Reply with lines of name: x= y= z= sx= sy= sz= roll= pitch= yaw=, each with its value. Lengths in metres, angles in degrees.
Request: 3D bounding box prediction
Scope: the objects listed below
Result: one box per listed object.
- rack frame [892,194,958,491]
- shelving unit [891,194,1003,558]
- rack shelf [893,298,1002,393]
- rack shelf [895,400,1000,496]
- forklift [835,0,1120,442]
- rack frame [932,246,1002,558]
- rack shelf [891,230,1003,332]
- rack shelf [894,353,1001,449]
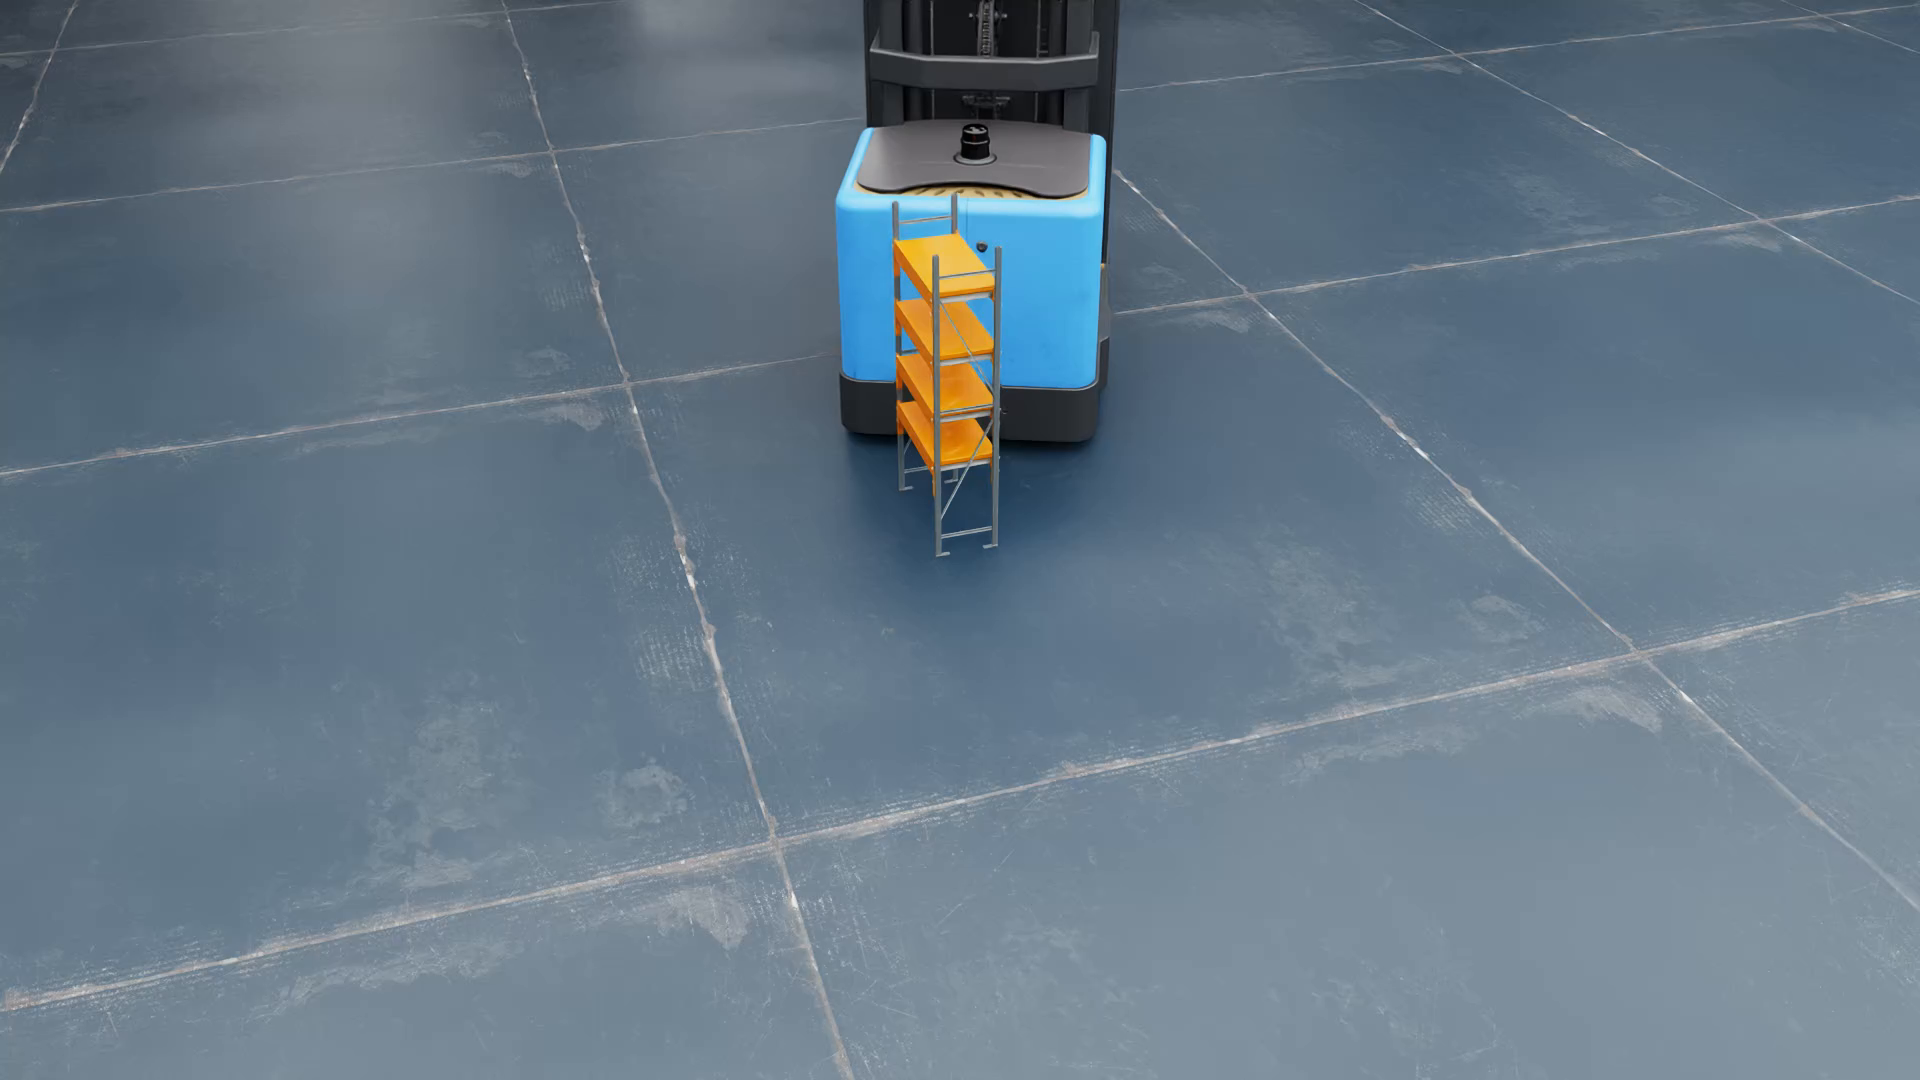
rack frame: x=-0.125 y=-0.716 z=6.245 sx=0.240 sy=1.200 sz=0.015 roll=-10 pitch=35 yaw=-15
shelving unit: x=-0.050 y=-0.587 z=6.051 sx=0.258 sy=1.200 sz=0.503 roll=-10 pitch=35 yaw=-15
rack shelf: x=-0.050 y=-0.718 z=5.965 sx=0.258 sy=0.148 sz=0.480 roll=-10 pitch=35 yaw=-15
rack shelf: x=-0.050 y=-0.366 z=6.197 sx=0.258 sy=0.148 sz=0.480 roll=-10 pitch=35 yaw=-15
forklift: x=0.155 y=-2.408 z=7.236 sx=1.130 sy=2.935 sz=3.031 roll=3 pitch=34 yaw=4
rack frame: x=0.024 y=-0.459 z=5.857 sx=0.240 sy=1.200 sz=0.015 roll=-10 pitch=35 yaw=-15
rack shelf: x=-0.050 y=-0.915 z=5.834 sx=0.258 sy=0.148 sz=0.480 roll=-10 pitch=35 yaw=-15
rack shelf: x=-0.050 y=-0.531 z=6.088 sx=0.258 sy=0.148 sz=0.480 roll=-10 pitch=35 yaw=-15
